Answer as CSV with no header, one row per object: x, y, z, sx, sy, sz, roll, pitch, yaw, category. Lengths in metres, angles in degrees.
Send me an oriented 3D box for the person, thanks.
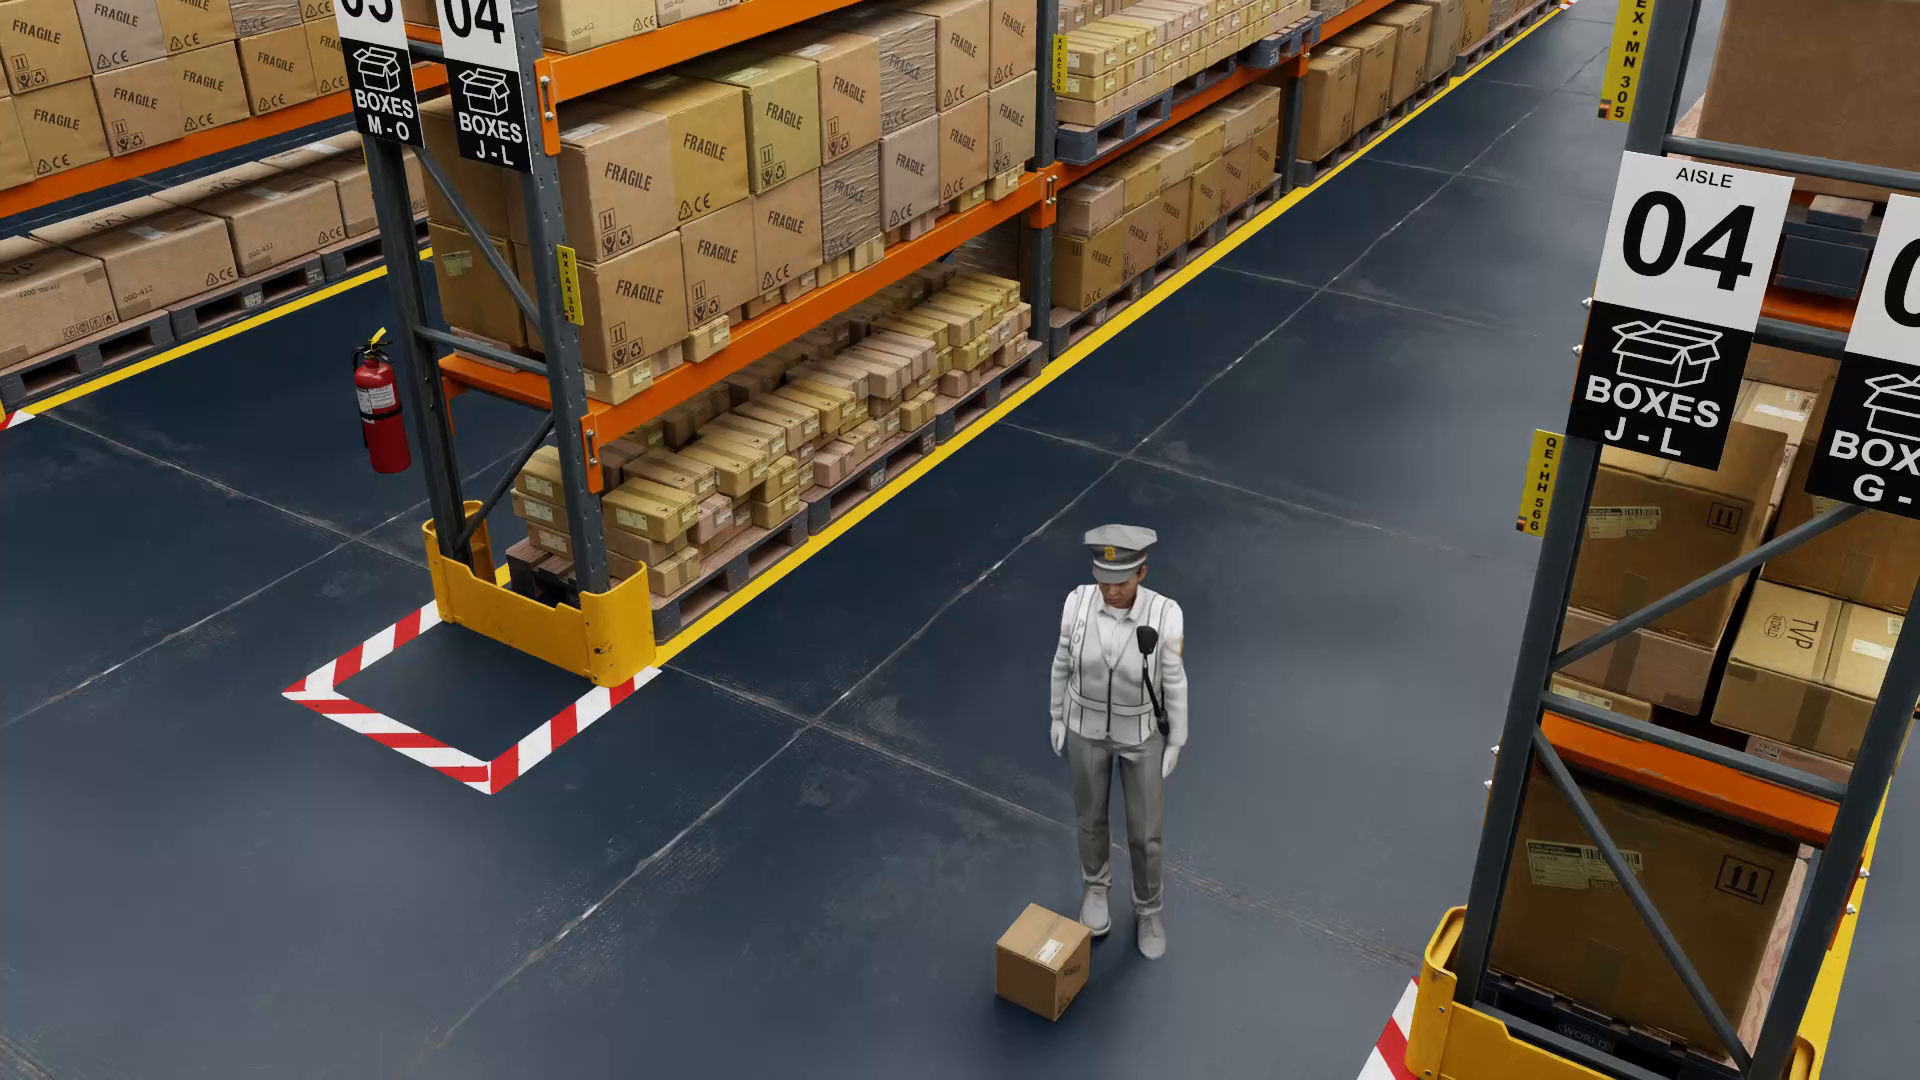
0.555,0.726,5.926,0.520,1.727,0.377,8,32,14,person
